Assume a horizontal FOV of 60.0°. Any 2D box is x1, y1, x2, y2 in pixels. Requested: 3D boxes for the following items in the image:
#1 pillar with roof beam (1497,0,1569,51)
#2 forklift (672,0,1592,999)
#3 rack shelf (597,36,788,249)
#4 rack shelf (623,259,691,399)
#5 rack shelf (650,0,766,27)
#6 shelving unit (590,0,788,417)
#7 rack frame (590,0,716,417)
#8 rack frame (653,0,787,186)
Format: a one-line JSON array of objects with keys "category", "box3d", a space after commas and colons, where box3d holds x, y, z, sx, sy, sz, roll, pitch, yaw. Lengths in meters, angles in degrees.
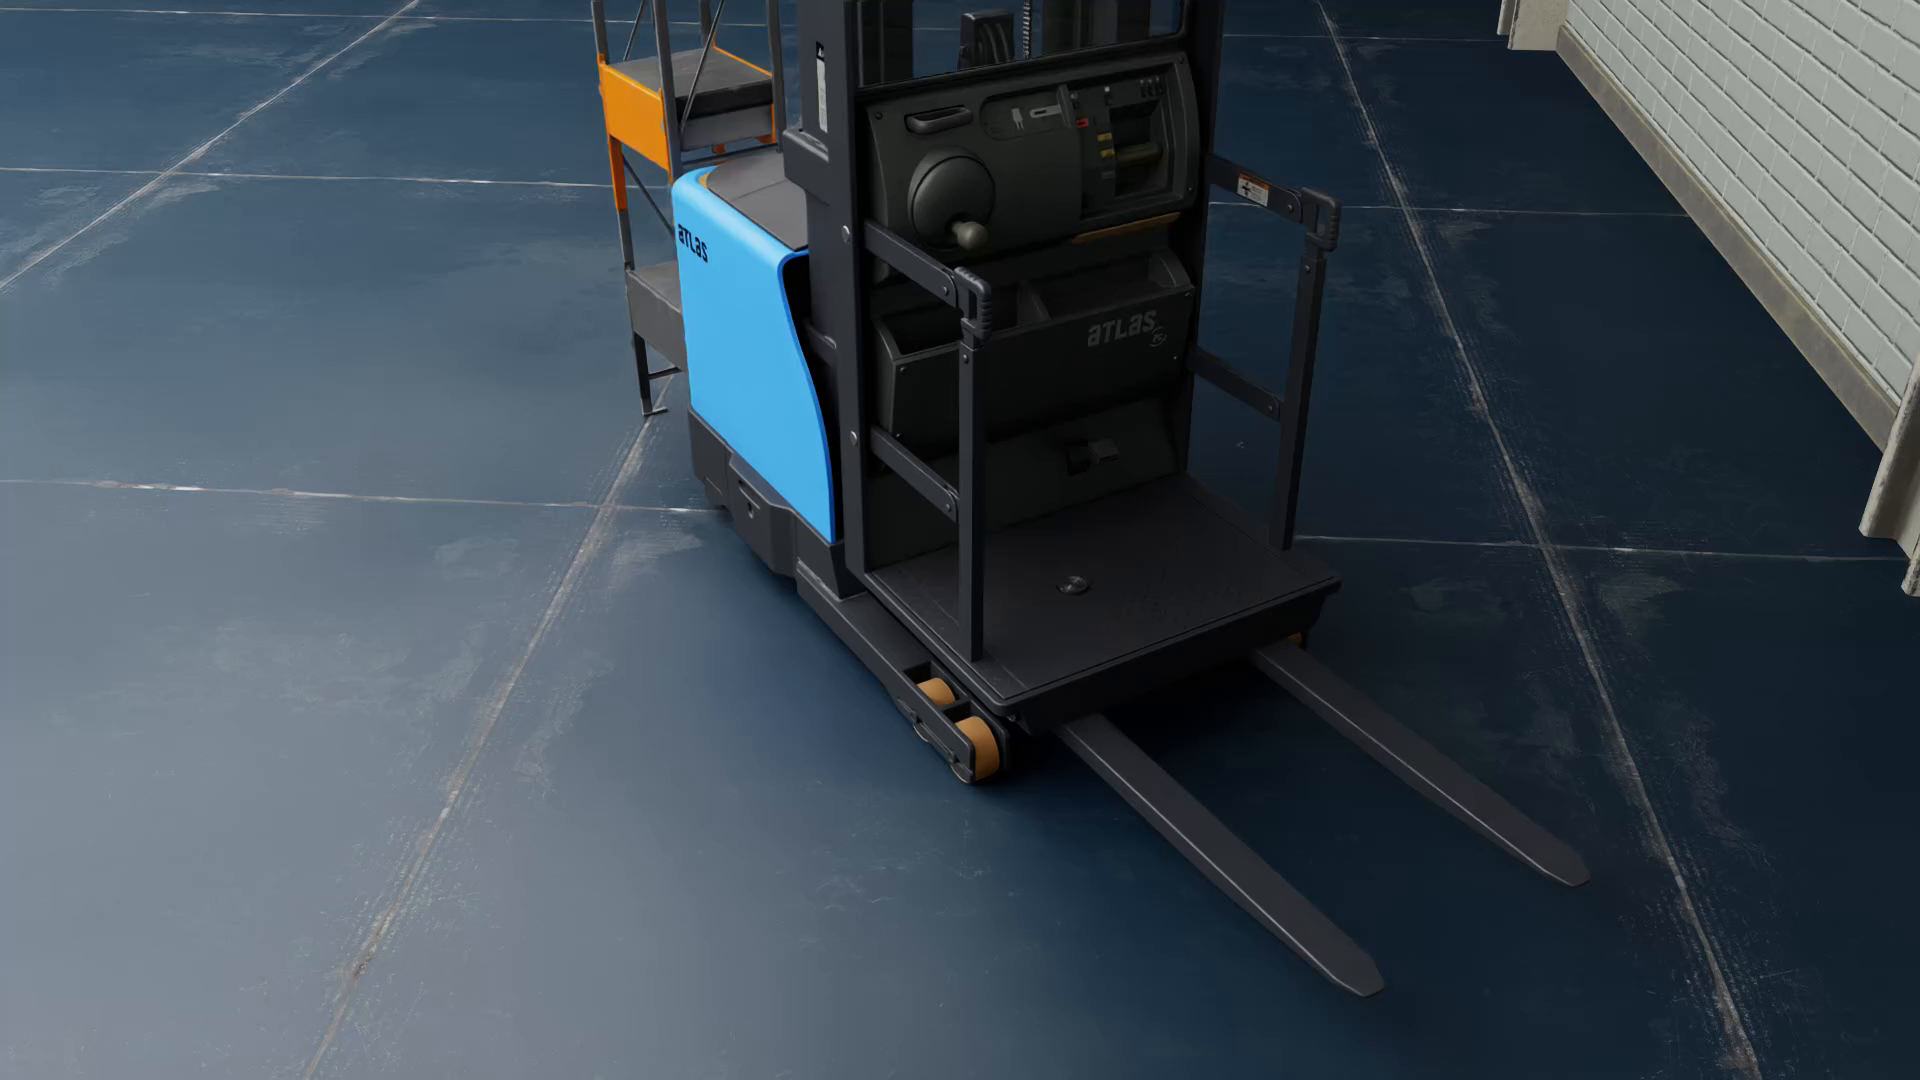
[{"category": "pillar with roof beam", "box3d": [-0.794, -7.083, 8.166, 9.100, 9.000, 0.400, 2, 32, 4]}, {"category": "forklift", "box3d": [0.312, -0.909, 3.931, 1.130, 2.935, 3.031, -18, 36, -26]}, {"category": "rack shelf", "box3d": [-0.848, -1.283, 5.347, 0.431, 0.518, 0.480, -20, 36, -28]}, {"category": "rack shelf", "box3d": [-0.840, -0.685, 5.712, 0.431, 0.518, 0.480, -20, 36, -28]}, {"category": "rack shelf", "box3d": [-0.857, -1.880, 4.982, 0.431, 0.518, 0.480, -20, 36, -28]}, {"category": "shelving unit", "box3d": [-0.849, -1.294, 5.340, 0.431, 2.100, 0.503, -20, 36, -28]}, {"category": "rack frame", "box3d": [-0.983, -1.399, 5.515, 0.400, 2.100, 0.015, -20, 36, -28]}, {"category": "rack frame", "box3d": [-0.714, -1.189, 5.166, 0.400, 2.100, 0.015, -20, 36, -28]}]
